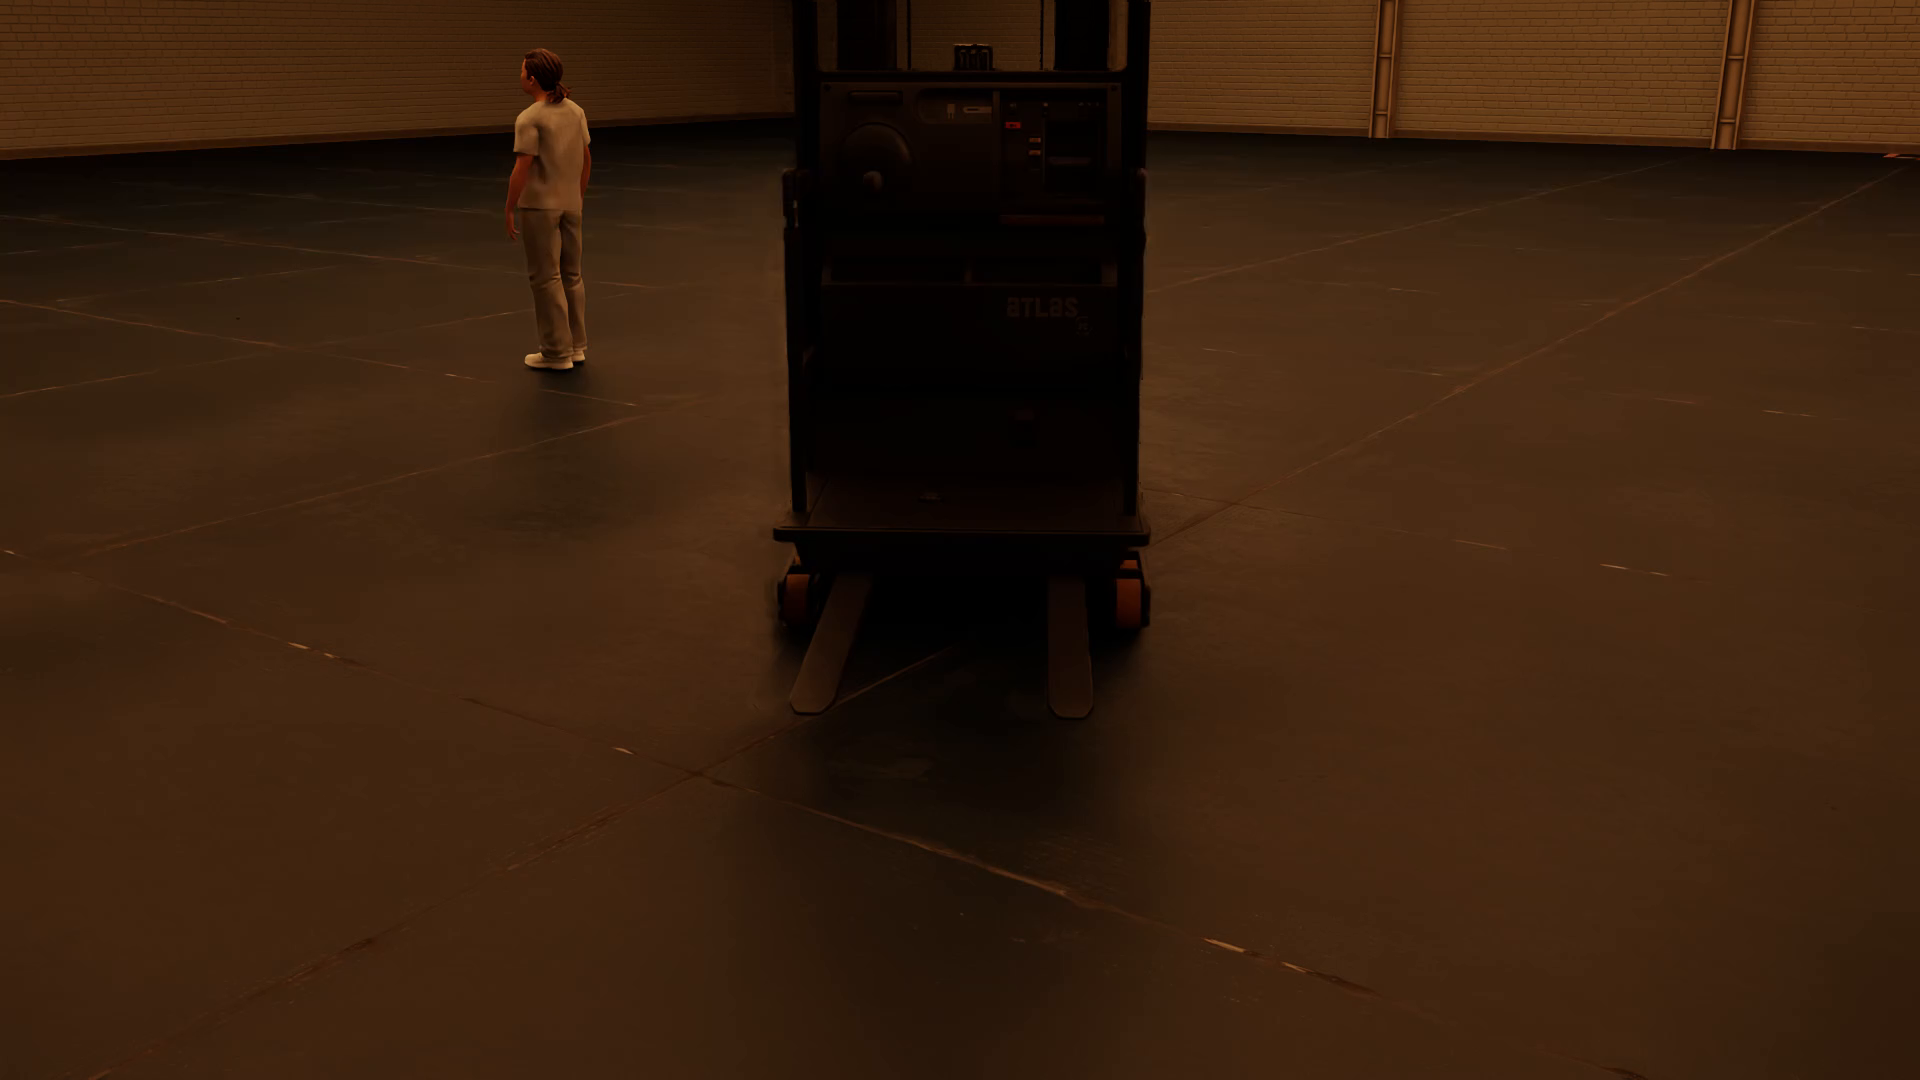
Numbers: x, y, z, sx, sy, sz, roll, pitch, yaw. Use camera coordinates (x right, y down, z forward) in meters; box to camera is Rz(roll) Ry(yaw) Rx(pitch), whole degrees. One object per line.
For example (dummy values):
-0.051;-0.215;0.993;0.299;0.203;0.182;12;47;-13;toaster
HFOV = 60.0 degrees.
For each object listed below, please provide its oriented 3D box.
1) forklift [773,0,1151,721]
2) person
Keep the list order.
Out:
0.022;-1.221;4.914;1.130;2.935;3.031;1;17;3;forklift
-2.214;-1.744;8.831;0.548;1.673;0.550;12;20;34;person
